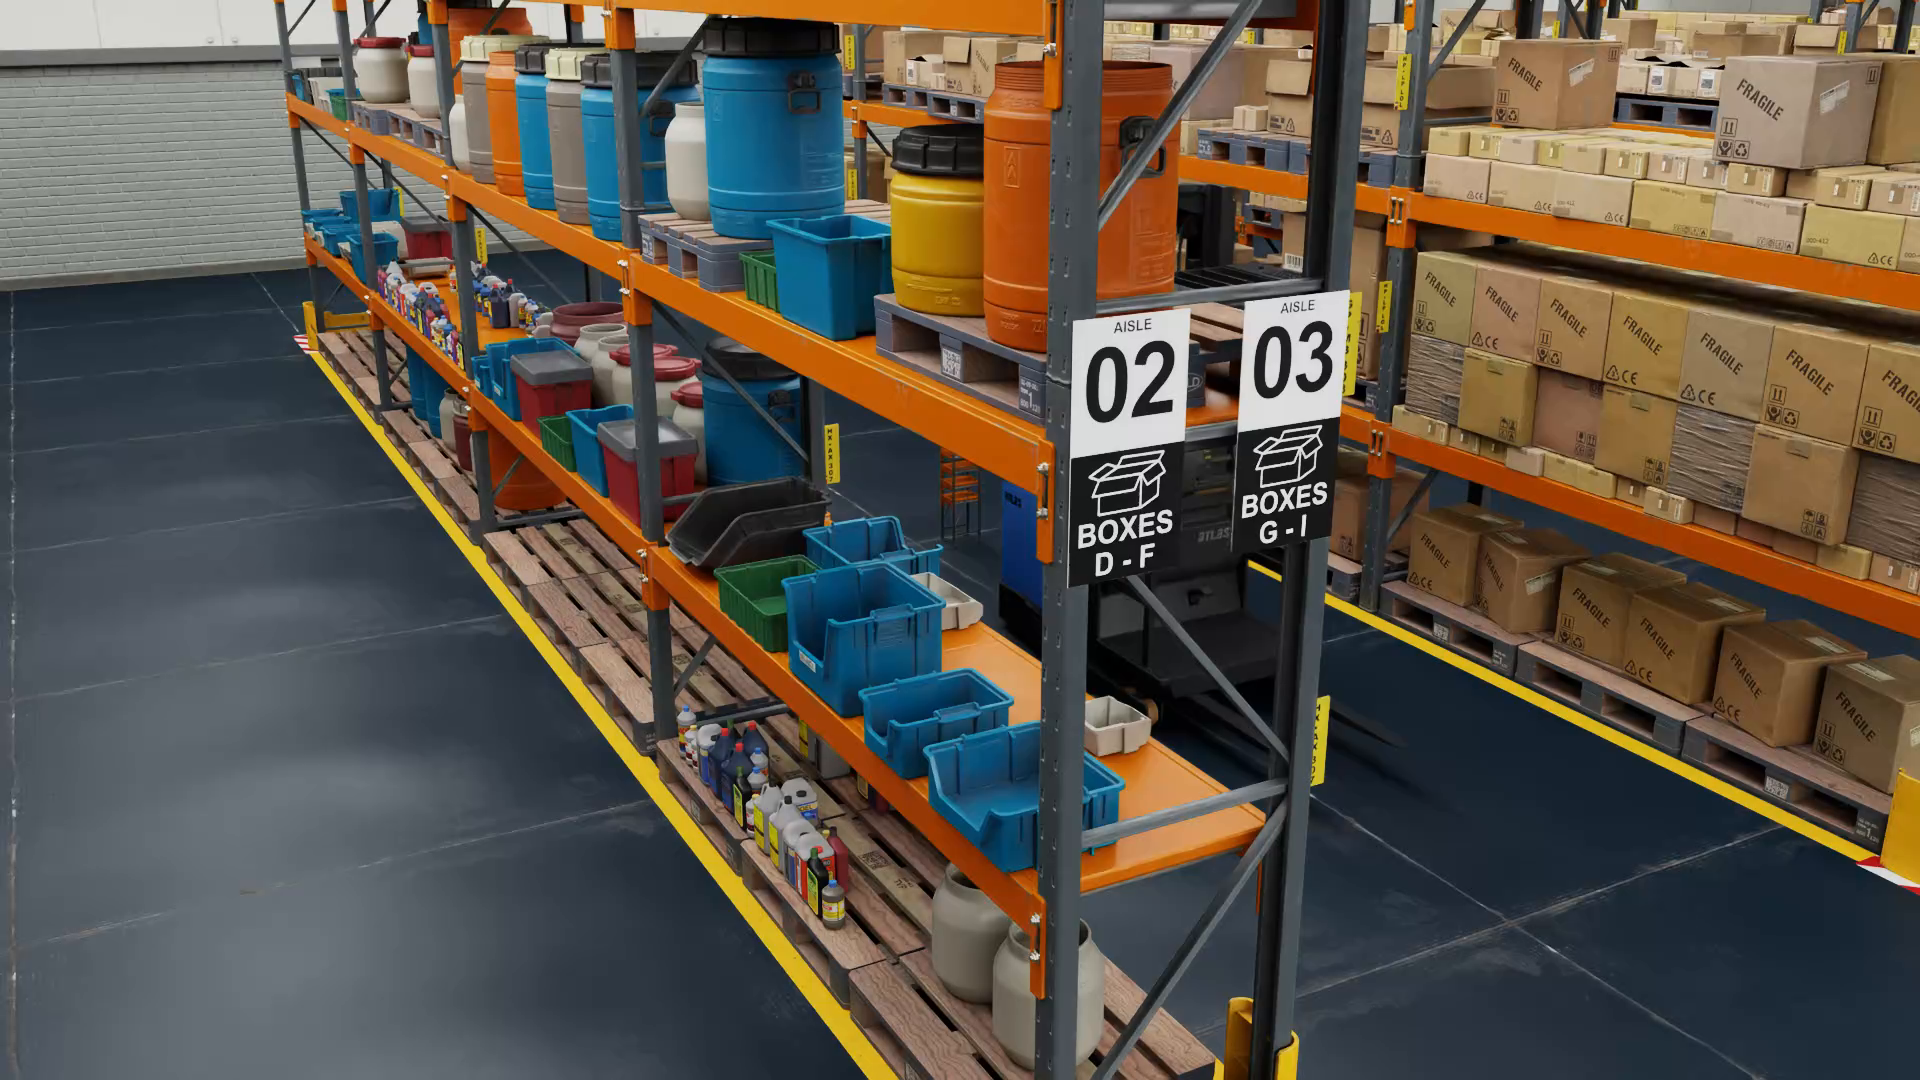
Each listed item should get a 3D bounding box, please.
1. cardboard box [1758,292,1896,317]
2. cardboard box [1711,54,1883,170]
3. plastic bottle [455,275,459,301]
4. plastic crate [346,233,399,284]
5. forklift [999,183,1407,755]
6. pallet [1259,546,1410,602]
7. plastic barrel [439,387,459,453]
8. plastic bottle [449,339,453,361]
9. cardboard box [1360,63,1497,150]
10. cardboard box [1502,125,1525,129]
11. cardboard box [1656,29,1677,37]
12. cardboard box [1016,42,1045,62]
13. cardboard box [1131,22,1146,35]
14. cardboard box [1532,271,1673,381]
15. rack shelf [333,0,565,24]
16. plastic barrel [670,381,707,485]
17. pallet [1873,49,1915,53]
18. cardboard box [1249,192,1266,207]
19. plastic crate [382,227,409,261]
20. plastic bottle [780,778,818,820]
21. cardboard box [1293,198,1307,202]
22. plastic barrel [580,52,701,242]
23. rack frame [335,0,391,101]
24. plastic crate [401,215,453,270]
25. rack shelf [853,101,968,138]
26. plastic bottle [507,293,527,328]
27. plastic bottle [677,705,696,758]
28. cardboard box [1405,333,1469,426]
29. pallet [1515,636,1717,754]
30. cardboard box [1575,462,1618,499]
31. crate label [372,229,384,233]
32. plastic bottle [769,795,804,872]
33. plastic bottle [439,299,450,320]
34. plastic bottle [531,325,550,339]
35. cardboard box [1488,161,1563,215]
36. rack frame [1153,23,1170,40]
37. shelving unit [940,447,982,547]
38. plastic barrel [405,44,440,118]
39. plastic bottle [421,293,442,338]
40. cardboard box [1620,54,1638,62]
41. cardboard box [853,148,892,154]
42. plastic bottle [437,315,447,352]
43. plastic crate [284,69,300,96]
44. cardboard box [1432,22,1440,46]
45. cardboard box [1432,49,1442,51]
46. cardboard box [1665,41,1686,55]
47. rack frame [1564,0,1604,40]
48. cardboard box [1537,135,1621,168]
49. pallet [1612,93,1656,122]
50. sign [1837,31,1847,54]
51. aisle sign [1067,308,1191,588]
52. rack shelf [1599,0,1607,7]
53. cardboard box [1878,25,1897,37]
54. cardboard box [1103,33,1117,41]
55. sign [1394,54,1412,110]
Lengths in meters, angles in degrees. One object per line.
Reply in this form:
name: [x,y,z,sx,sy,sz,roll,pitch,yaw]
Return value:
cardboard box: [4.582,-1.016,8.836,0.500,0.500,0.500,-10,21,-27]
cardboard box: [4.114,-2.116,8.190,0.500,0.500,0.500,-10,21,-27]
plastic bottle: [-4.387,-2.286,14.735,0.144,0.351,0.185,-10,21,-27]
plastic crate: [-5.506,-2.647,15.637,0.392,0.384,0.575,-10,21,-27]
forklift: [1.380,-0.480,9.528,1.130,2.935,3.031,-10,21,-26]
pallet: [2.802,0.079,12.079,1.003,0.211,1.213,-10,21,-27]
plastic barrel: [-4.215,-1.030,14.187,0.421,0.512,0.421,0,19,0]
plastic bottle: [-3.801,-1.455,12.555,0.097,0.201,0.097,0,19,0]
cardboard box: [3.037,-2.831,10.838,0.797,0.503,0.637,-11,22,-29]
cardboard box: [3.582,-2.503,10.306,0.380,0.149,0.250,-9,21,-25]
cardboard box: [11.025,-7.792,25.790,0.500,0.250,0.500,-11,22,-28]
cardboard box: [0.921,-3.993,14.205,0.797,0.503,0.637,-9,21,-23]
cardboard box: [2.383,-6.460,21.009,0.380,0.149,0.250,-9,21,-25]
cardboard box: [3.639,-1.221,9.429,0.500,0.500,0.500,-10,21,-27]
rack shelf: [-4.035,-4.278,12.949,1.077,0.370,4.000,-10,21,-27]
plastic barrel: [-1.447,-0.622,9.626,0.433,0.535,0.433,0,19,0]
pallet: [12.711,-6.748,23.279,1.213,0.211,1.003,-10,21,-27]
cardboard box: [3.570,-3.947,19.213,0.380,0.149,0.250,-11,22,-29]
plastic crate: [-5.547,-2.985,16.772,0.437,0.282,0.530,-10,21,-27]
plastic bottle: [-0.757,1.273,7.845,0.152,0.276,0.135,-10,21,-27]
cardboard box: [3.942,-3.865,18.519,0.380,0.149,0.250,-11,22,-29]
plastic barrel: [-1.618,-2.016,8.508,0.600,0.901,0.708,-10,21,-27]
rack frame: [-4.984,-5.381,14.431,1.000,3.000,0.127,-10,21,-27]
plastic crate: [-5.188,-2.899,16.244,0.402,0.464,0.583,-10,21,-27]
rack shelf: [0.324,-3.816,15.597,1.077,0.370,4.000,-10,21,-27]
plastic bottle: [-3.664,-1.911,13.760,0.152,0.276,0.135,-10,21,-27]
plastic bottle: [-1.420,0.992,8.665,0.097,0.271,0.097,0,19,0]
cardboard box: [3.333,-1.065,10.510,0.875,0.500,0.500,-10,21,-27]
pallet: [4.107,0.840,9.873,1.003,0.211,1.213,-10,21,-27]
cardboard box: [3.735,-0.360,9.462,0.380,0.149,0.250,-10,21,-27]
crate label: [-6.058,-3.230,17.705,0.396,0.136,0.243,-10,21,-27]
plastic bottle: [-0.788,1.321,7.591,0.144,0.351,0.185,-9,21,-24]
plastic bottle: [-4.156,-1.795,13.415,0.061,0.283,0.133,-10,21,-27]
plastic bottle: [-3.140,-1.489,12.538,0.152,0.276,0.135,-10,21,-27]
cardboard box: [3.417,-2.043,9.585,0.500,0.250,0.500,-10,22,-27]
rack frame: [1.274,-5.000,13.326,1.000,3.000,0.127,-10,21,-27]
shelving unit: [0.007,-0.563,12.424,0.258,1.200,0.189,-10,21,-27]
plastic barrel: [-4.059,-3.563,12.909,0.433,0.535,0.433,0,19,0]
plastic bottle: [-4.234,-1.804,13.336,0.144,0.351,0.185,-10,21,-27]
cardboard box: [5.837,-4.283,15.187,0.500,0.311,0.500,-10,21,-27]
cardboard box: [-0.855,-4.056,18.412,0.500,0.500,0.500,-10,21,-27]
plastic bottle: [-3.986,-1.600,12.868,0.097,0.271,0.097,0,19,0]
plastic crate: [-6.946,-4.896,17.823,0.497,0.269,0.590,-10,21,-27]
cardboard box: [6.863,-7.180,23.581,0.500,0.311,0.500,-10,21,-26]
cardboard box: [5.164,-4.859,17.362,0.500,0.500,0.500,-10,21,-27]
cardboard box: [8.656,-5.822,19.868,0.396,0.266,0.258,-8,21,-22]
rack frame: [5.687,-5.739,15.469,1.000,3.000,0.127,-10,21,-27]
cardboard box: [3.508,-2.199,9.427,0.380,0.149,0.250,-9,21,-25]
pallet: [6.040,-4.056,15.477,1.213,0.211,1.003,-9,21,-24]
sign: [9.503,-5.315,17.924,0.100,0.325,0.005,-10,21,-27]
aisle sign: [0.487,-0.263,4.809,0.394,0.787,0.004,-10,21,-27]
rack shelf: [6.637,-4.636,13.987,1.077,0.370,4.000,-10,21,-27]
cardboard box: [12.636,-6.935,22.663,0.380,0.149,0.250,-10,22,-28]
cardboard box: [2.117,-6.467,21.640,0.500,0.250,0.500,-10,22,-27]
sign: [2.687,-2.777,10.087,0.100,0.325,0.005,-10,21,-27]
